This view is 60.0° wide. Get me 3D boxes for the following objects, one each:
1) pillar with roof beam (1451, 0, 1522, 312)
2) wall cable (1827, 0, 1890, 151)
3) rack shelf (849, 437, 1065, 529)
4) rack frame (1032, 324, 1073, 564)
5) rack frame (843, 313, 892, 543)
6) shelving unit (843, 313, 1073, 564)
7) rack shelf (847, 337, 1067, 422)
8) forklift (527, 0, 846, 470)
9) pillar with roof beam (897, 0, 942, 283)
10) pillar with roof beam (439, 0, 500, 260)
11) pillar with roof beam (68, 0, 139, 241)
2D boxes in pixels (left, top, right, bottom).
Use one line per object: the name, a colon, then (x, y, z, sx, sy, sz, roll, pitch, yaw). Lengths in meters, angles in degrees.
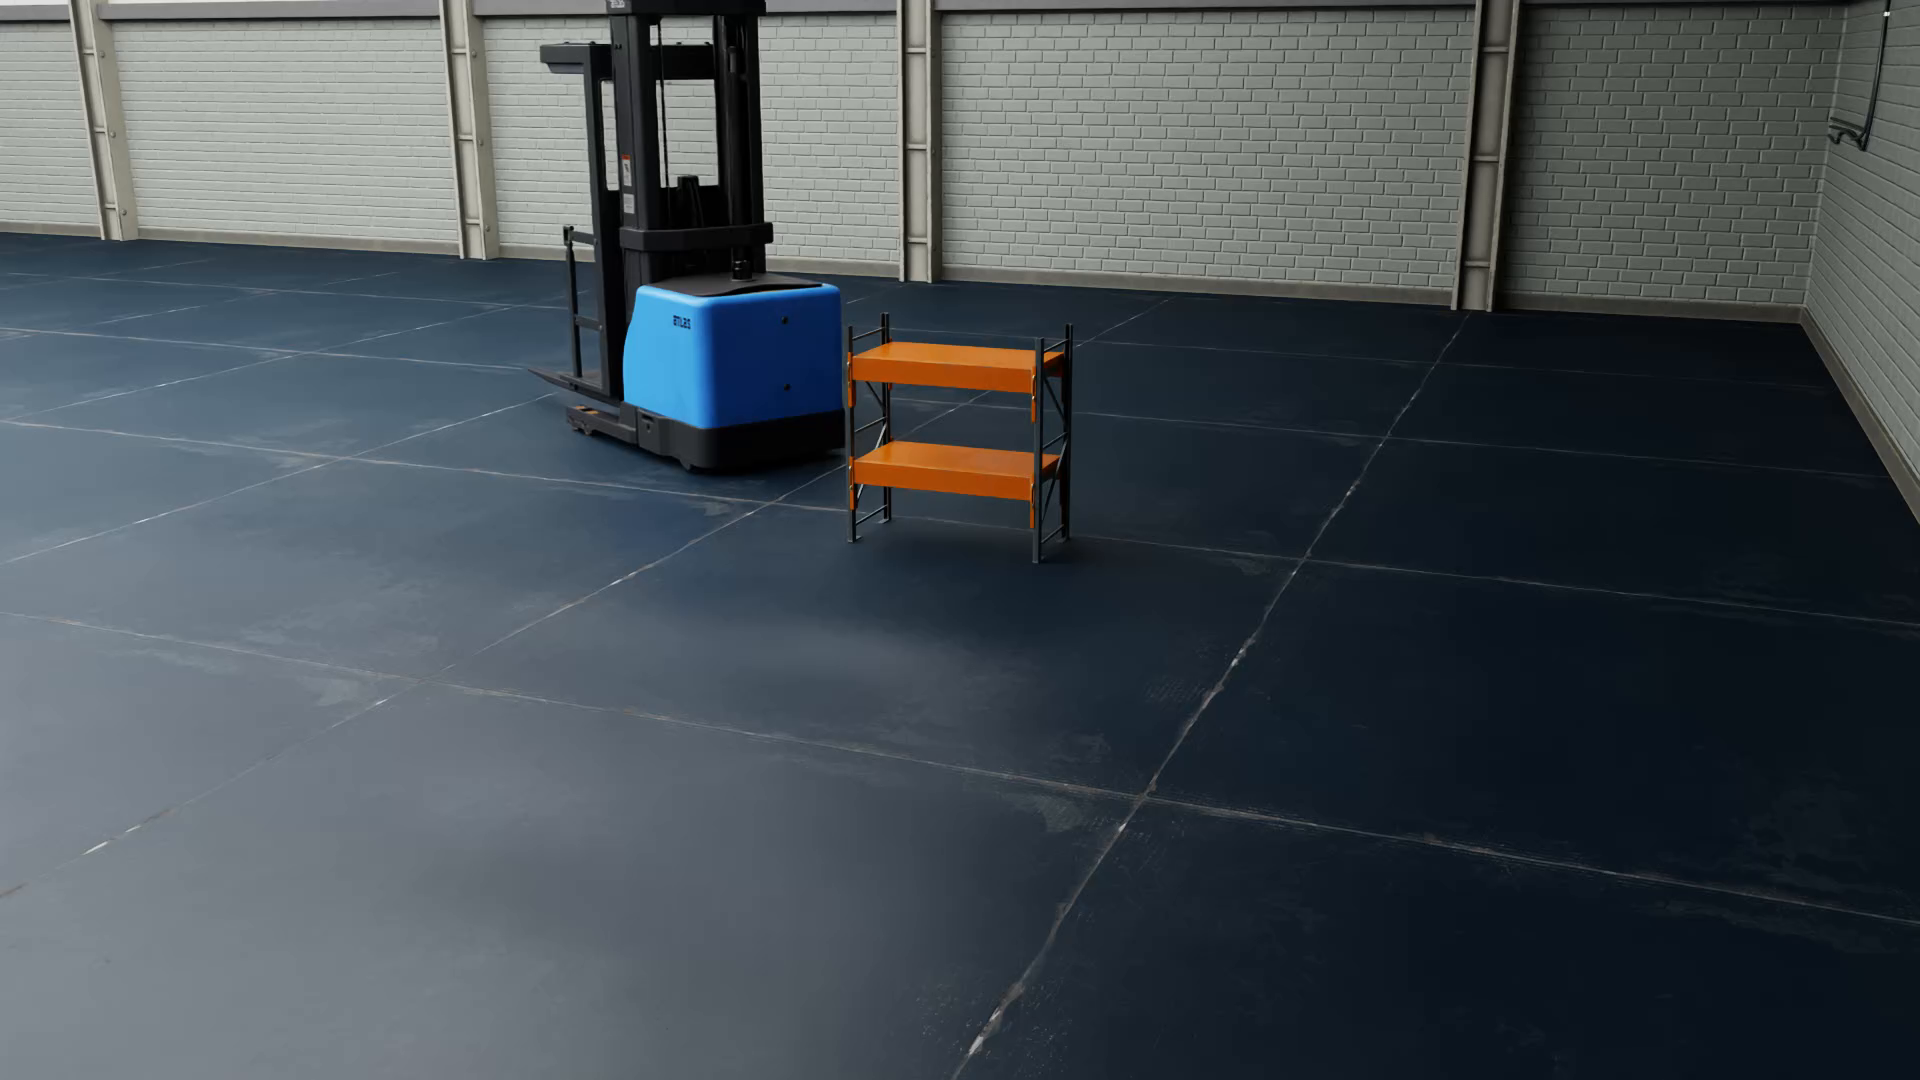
pillar with roof beam: (3.560, -5.524, 11.562, 0.400, 9.000, 9.100, 6, 17, 21)
wall cable: (7.395, -4.505, 13.622, 0.112, 2.526, 3.097, 6, 17, 21)
rack shelf: (-0.006, -0.306, 8.587, 1.000, 0.278, 0.538, 6, 17, 21)
rack frame: (0.467, -0.489, 8.340, 0.032, 1.125, 0.500, 6, 17, 21)
rack frame: (-0.479, -0.593, 8.698, 0.032, 1.125, 0.500, 6, 17, 21)
shelving unit: (-0.006, -0.541, 8.519, 1.048, 1.125, 0.538, 6, 17, 21)
rack shelf: (-0.006, -0.822, 8.438, 1.000, 0.278, 0.538, 6, 17, 21)
forklift: (-2.005, -2.178, 10.918, 1.130, 2.935, 3.031, -12, 20, -35)
pillar with roof beam: (-2.022, -6.138, 13.677, 0.400, 9.000, 9.100, 6, 17, 21)
pillar with roof beam: (-7.603, -6.752, 15.791, 0.400, 9.000, 9.100, 6, 17, 21)
pillar with roof beam: (-13.185, -7.366, 17.905, 0.400, 9.000, 9.100, 6, 17, 21)
